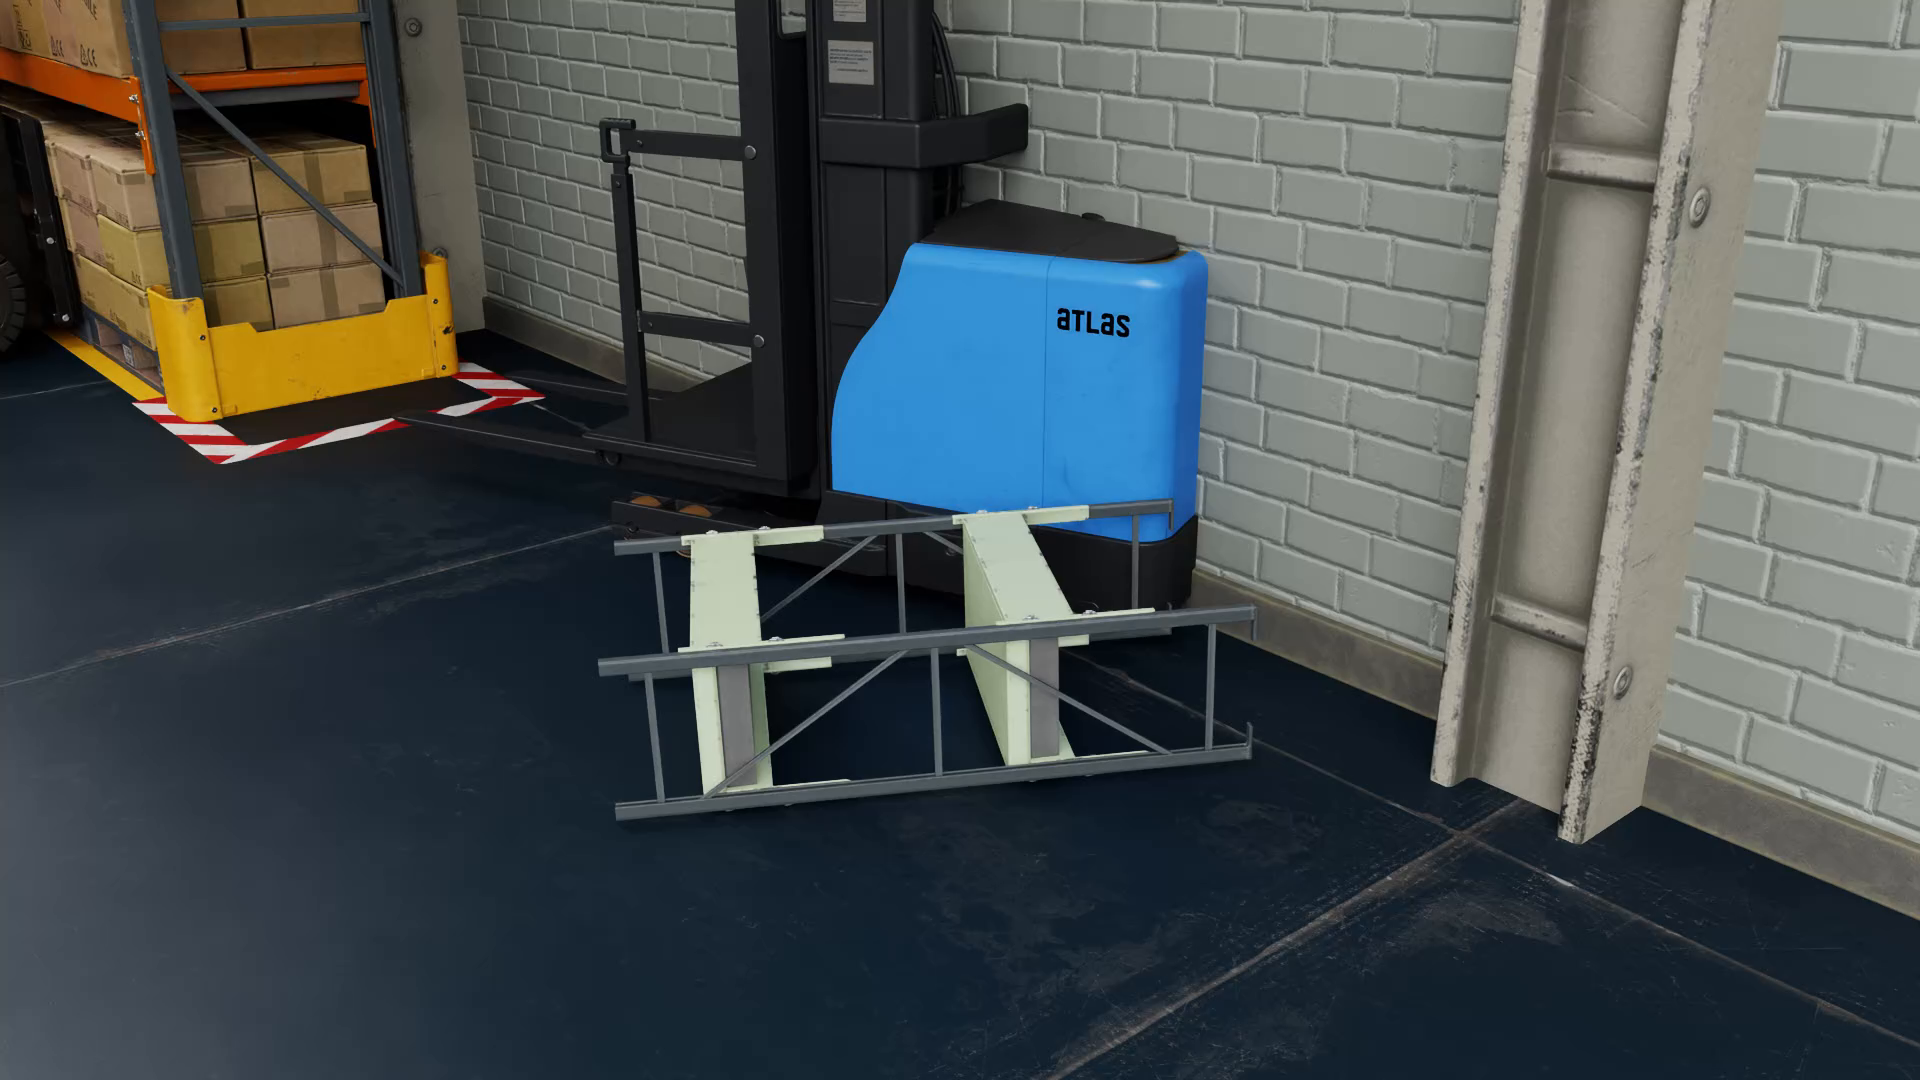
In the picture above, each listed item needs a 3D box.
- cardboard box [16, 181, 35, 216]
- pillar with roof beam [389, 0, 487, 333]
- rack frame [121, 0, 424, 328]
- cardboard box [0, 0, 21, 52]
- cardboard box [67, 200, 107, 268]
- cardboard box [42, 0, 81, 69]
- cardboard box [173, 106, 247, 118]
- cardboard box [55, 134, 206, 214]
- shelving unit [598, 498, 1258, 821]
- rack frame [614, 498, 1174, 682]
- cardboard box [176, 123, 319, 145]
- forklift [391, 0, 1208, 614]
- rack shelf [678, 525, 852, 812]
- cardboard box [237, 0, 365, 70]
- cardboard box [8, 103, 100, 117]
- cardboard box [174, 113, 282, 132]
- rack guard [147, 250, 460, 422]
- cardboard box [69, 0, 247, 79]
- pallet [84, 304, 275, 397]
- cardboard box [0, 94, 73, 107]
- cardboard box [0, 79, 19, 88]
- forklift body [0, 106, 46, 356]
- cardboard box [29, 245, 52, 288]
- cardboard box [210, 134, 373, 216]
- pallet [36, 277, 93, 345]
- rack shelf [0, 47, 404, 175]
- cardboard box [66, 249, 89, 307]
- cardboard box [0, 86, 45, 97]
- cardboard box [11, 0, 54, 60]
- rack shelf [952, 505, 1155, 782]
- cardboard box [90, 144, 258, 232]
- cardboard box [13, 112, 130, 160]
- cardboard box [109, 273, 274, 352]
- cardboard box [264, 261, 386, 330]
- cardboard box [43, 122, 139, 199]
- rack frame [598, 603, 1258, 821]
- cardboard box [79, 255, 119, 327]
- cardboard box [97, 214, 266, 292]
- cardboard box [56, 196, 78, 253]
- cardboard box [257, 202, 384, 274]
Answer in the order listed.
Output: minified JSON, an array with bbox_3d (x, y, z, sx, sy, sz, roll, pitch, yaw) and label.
[{"bbox_3d":[-4.319,-1.679,8.167,0.500,0.250,0.500,-18,27,-38],"label":"cardboard box"},{"bbox_3d":[-5.802,-4.229,3.942,9.100,9.000,0.400,-17,27,-37],"label":"pillar with roof beam"},{"bbox_3d":[-2.769,-2.053,6.613,1.000,3.000,0.127,-17,27,-37],"label":"rack frame"},{"bbox_3d":[-4.292,-2.597,7.863,0.500,0.500,0.500,-17,27,-37],"label":"cardboard box"},{"bbox_3d":[-3.642,-1.402,7.461,0.500,0.250,0.500,-18,28,-38],"label":"cardboard box"},{"bbox_3d":[-3.620,-2.319,7.154,0.500,0.500,0.500,-16,27,-36],"label":"cardboard box"},{"bbox_3d":[-3.915,-2.033,8.385,0.500,0.250,0.500,-18,28,-38],"label":"cardboard box"},{"bbox_3d":[-3.643,-1.627,7.348,0.500,0.250,0.500,-17,27,-36],"label":"cardboard box"},{"bbox_3d":[-0.103,0.264,4.169,1.500,0.431,0.755,-4,21,-7],"label":"shelving unit"},{"bbox_3d":[-0.156,0.133,4.507,1.500,0.400,0.023,-4,21,-7],"label":"rack frame"},{"bbox_3d":[-3.268,-1.749,7.660,0.500,0.250,0.500,-17,27,-37],"label":"cardboard box"},{"bbox_3d":[-0.561,-1.467,5.212,3.031,2.935,1.130,10,24,25],"label":"forklift"},{"bbox_3d":[-0.489,0.294,4.120,0.370,0.431,0.720,-4,21,-7],"label":"rack shelf"},{"bbox_3d":[-2.882,-2.303,7.113,0.500,0.500,0.500,-16,27,-36],"label":"cardboard box"},{"bbox_3d":[-4.642,-2.052,8.435,0.500,0.250,0.500,-16,27,-36],"label":"cardboard box"},{"bbox_3d":[-3.586,-1.890,8.019,0.500,0.250,0.500,-18,27,-38],"label":"cardboard box"},{"bbox_3d":[-2.753,-0.883,7.052,1.175,0.500,0.348,-17,27,-37],"label":"rack guard"},{"bbox_3d":[-3.289,-2.173,6.783,0.500,0.500,0.500,-18,28,-39],"label":"cardboard box"},{"bbox_3d":[-3.300,-0.956,7.636,1.003,0.211,1.213,-17,27,-37],"label":"pallet"},{"bbox_3d":[-4.975,-2.187,8.779,0.500,0.250,0.500,-17,27,-37],"label":"cardboard box"},{"bbox_3d":[-6.229,-2.606,10.705,0.875,0.625,0.625,-18,28,-38],"label":"cardboard box"},{"bbox_3d":[-5.388,-1.748,6.997,2.313,2.155,1.214,-17,27,-37],"label":"forklift body"},{"bbox_3d":[-4.308,-1.441,8.245,0.500,0.250,0.500,-16,27,-36],"label":"cardboard box"},{"bbox_3d":[-2.939,-1.612,7.310,0.500,0.250,0.500,-18,28,-38],"label":"cardboard box"},{"bbox_3d":[-4.092,-1.293,8.496,1.003,0.211,1.213,-17,27,-37],"label":"pallet"},{"bbox_3d":[-4.074,-2.271,8.155,1.077,0.370,4.000,-17,27,-37],"label":"rack shelf"},{"bbox_3d":[-3.952,-1.303,7.892,0.500,0.250,0.500,-17,27,-37],"label":"cardboard box"},{"bbox_3d":[-5.302,-2.331,9.145,0.500,0.250,0.500,-18,28,-38],"label":"cardboard box"},{"bbox_3d":[-3.955,-2.460,7.515,0.500,0.500,0.500,-18,28,-38],"label":"cardboard box"},{"bbox_3d":[0.220,0.238,4.210,0.370,0.431,0.720,-4,21,-7],"label":"rack shelf"},{"bbox_3d":[-3.305,-1.487,6.991,0.500,0.250,0.500,-16,27,-36],"label":"cardboard box"},{"bbox_3d":[-4.305,-1.906,8.060,0.500,0.250,0.500,-18,28,-38],"label":"cardboard box"},{"bbox_3d":[-3.315,-1.023,7.178,0.500,0.250,0.500,-17,27,-37],"label":"cardboard box"},{"bbox_3d":[-2.941,-1.151,7.503,0.500,0.250,0.500,-17,27,-37],"label":"cardboard box"},{"bbox_3d":[-3.980,-1.764,7.698,0.500,0.250,0.500,-17,27,-37],"label":"cardboard box"},{"bbox_3d":[-0.050,0.394,3.831,1.500,0.400,0.023,-4,21,-7],"label":"rack frame"},{"bbox_3d":[-3.632,-1.163,7.534,0.500,0.250,0.500,-17,27,-37],"label":"cardboard box"},{"bbox_3d":[-3.323,-1.261,7.100,0.500,0.250,0.500,-18,28,-38],"label":"cardboard box"},{"bbox_3d":[-3.995,-1.540,7.812,0.500,0.250,0.500,-18,28,-39],"label":"cardboard box"},{"bbox_3d":[-2.918,-1.381,7.405,0.500,0.250,0.500,-17,27,-36],"label":"cardboard box"}]
